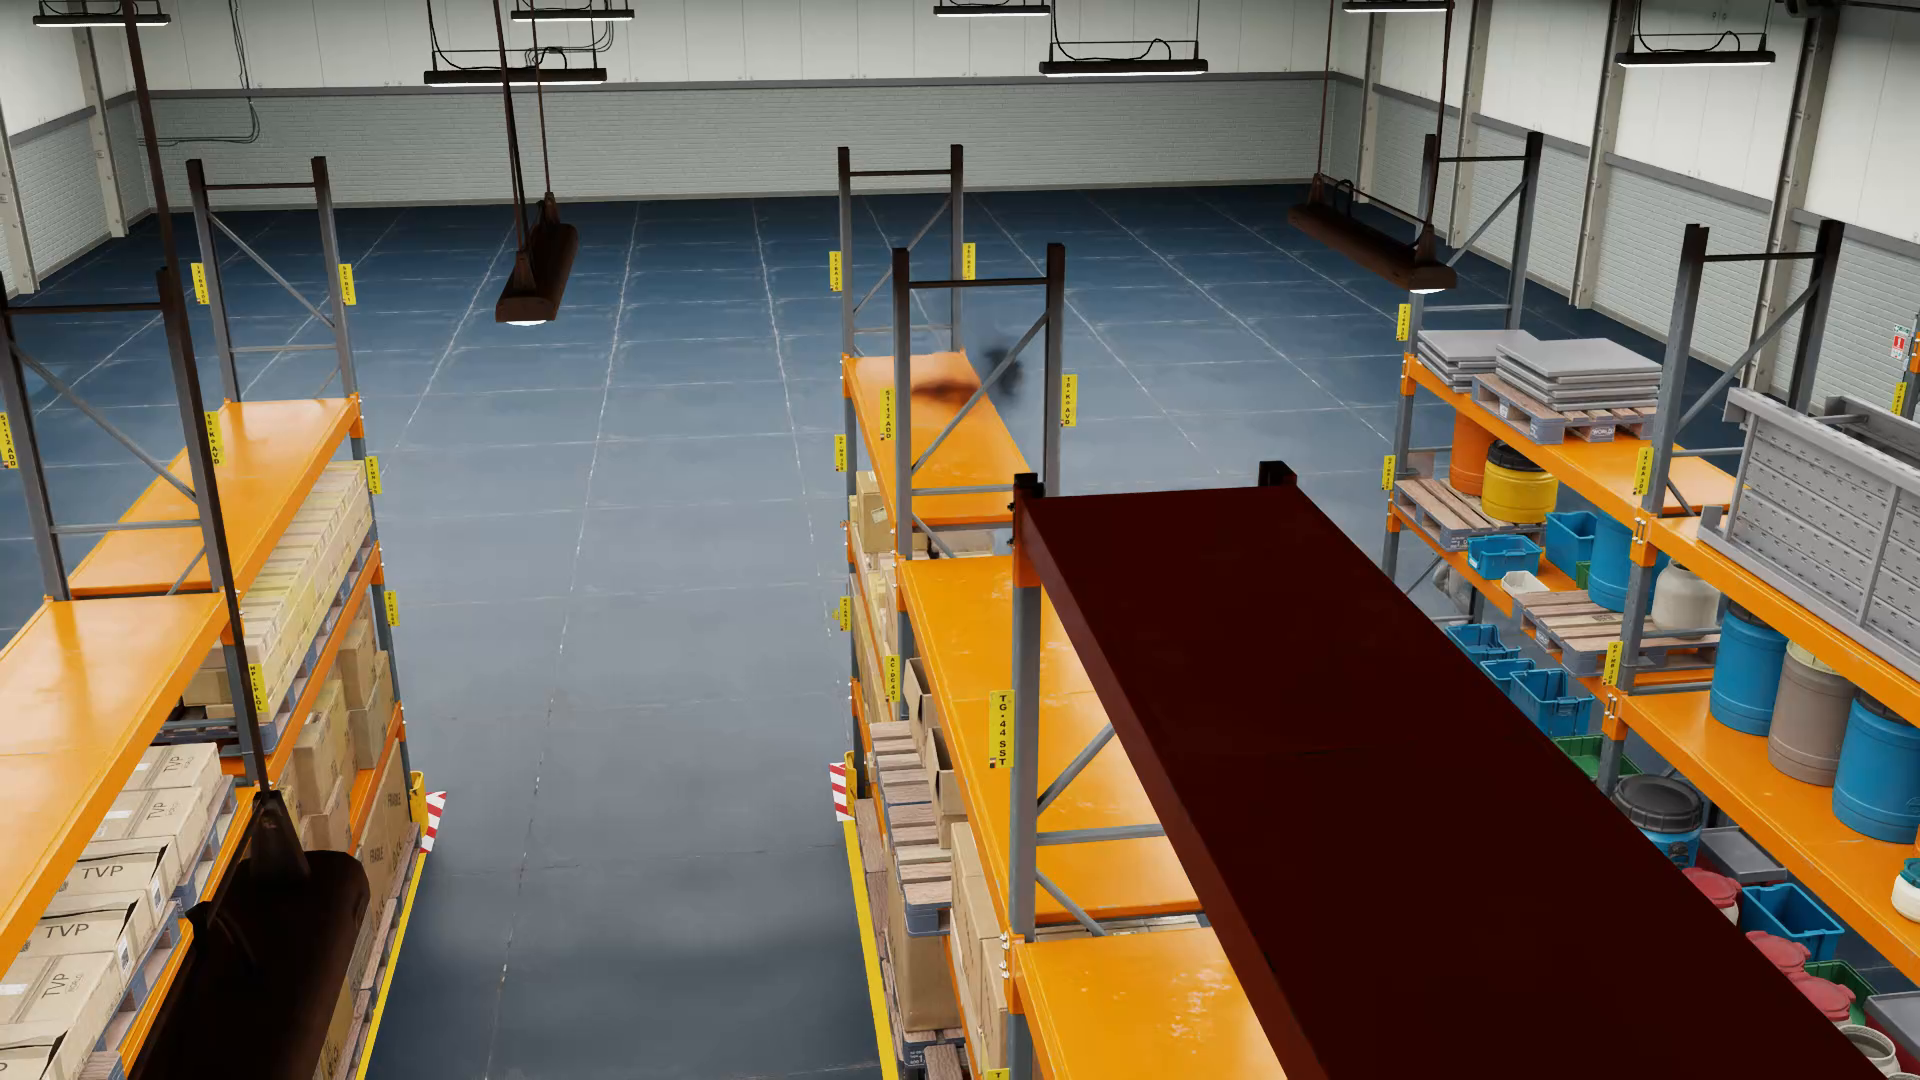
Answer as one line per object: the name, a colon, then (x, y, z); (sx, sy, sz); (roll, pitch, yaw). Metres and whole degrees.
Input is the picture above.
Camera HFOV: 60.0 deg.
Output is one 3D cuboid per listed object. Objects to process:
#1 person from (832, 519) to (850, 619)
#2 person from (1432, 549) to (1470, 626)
person: (-1.028, 0.149, 18.988); (0.921, 1.652, 0.576); (6, 22, 14)
person: (5.620, 0.204, 18.850); (0.560, 1.651, 0.589); (4, 22, 10)
